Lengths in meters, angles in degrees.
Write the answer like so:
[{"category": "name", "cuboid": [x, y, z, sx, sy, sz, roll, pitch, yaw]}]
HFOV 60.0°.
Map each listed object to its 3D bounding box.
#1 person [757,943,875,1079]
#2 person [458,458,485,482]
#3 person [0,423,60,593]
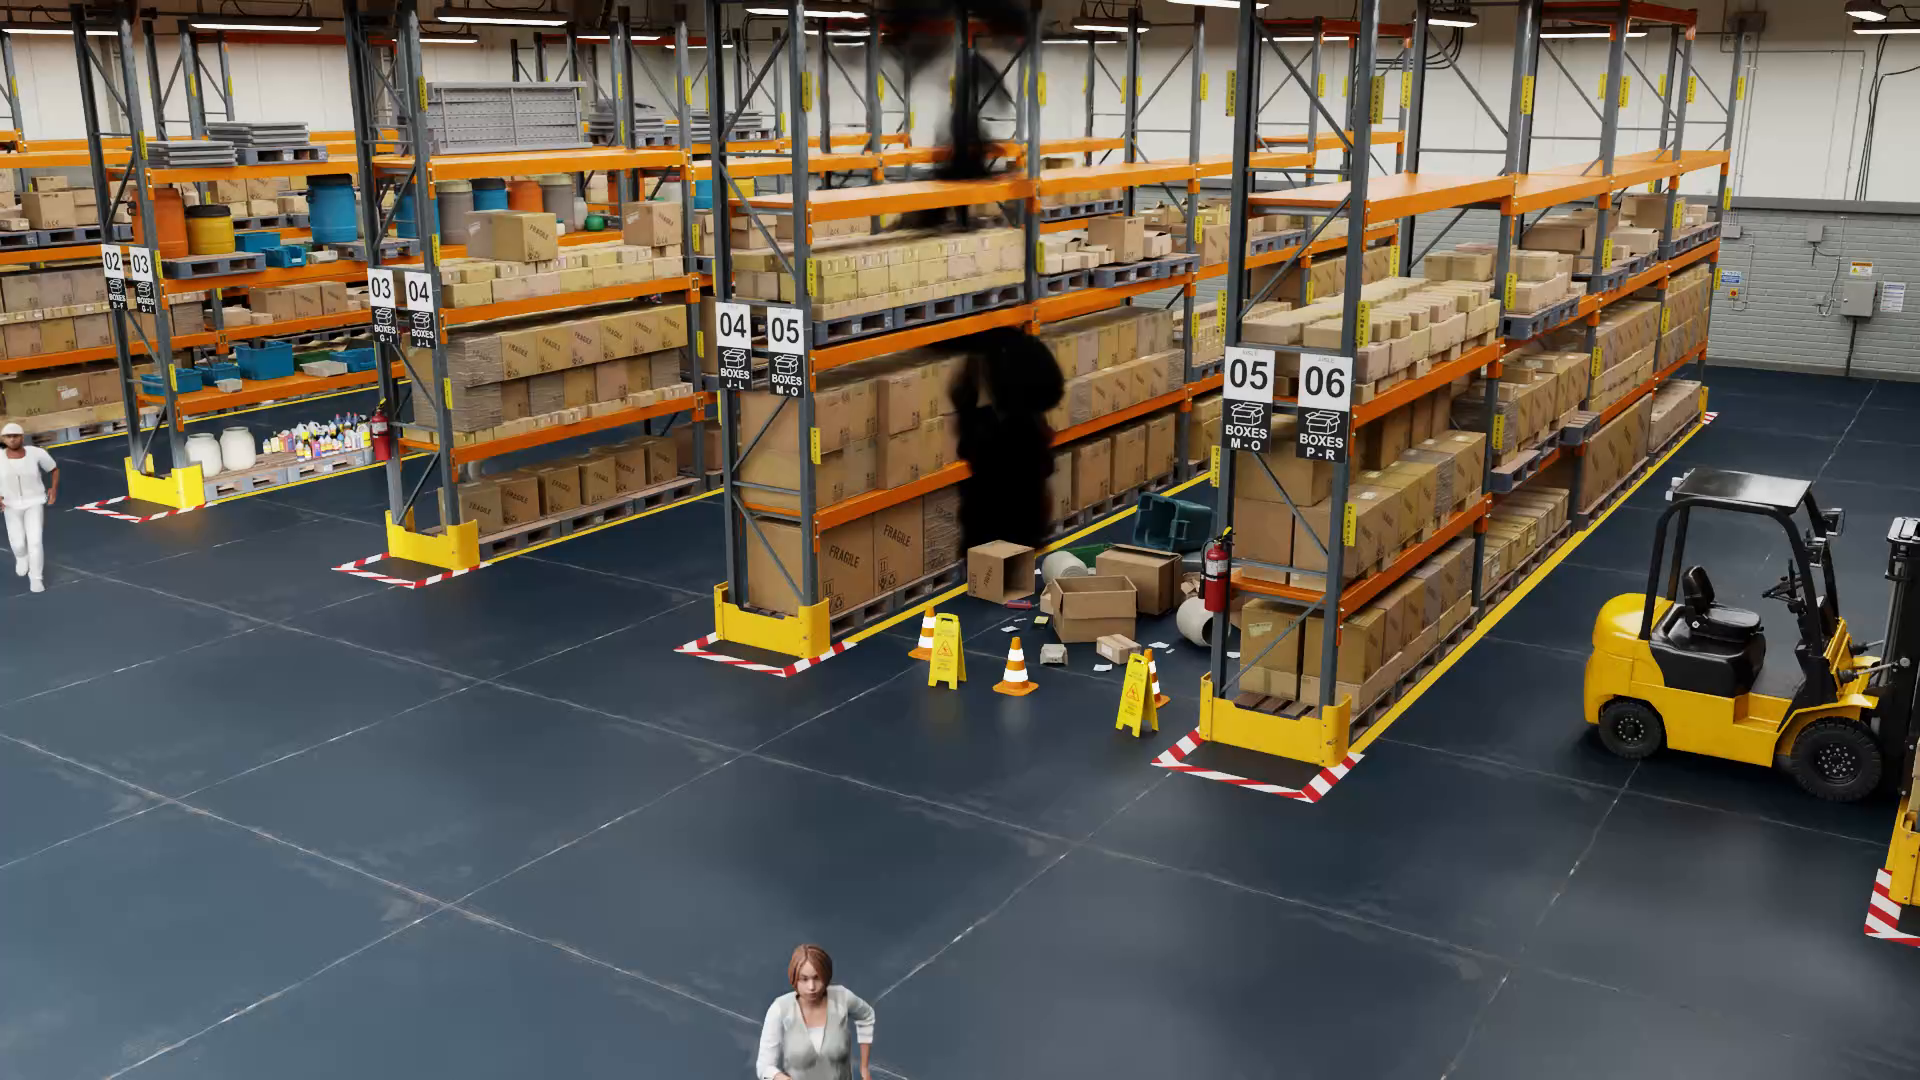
[{"category": "person", "cuboid": [-0.616, 2.506, 7.232, 0.507, 1.641, 0.702, -1, 16, -4]}, {"category": "person", "cuboid": [-6.093, -1.205, 20.542, 0.592, 1.616, 0.588, 8, 17, 27]}, {"category": "person", "cuboid": [-9.744, -0.371, 17.330, 0.726, 1.754, 0.720, -8, 18, -27]}]
